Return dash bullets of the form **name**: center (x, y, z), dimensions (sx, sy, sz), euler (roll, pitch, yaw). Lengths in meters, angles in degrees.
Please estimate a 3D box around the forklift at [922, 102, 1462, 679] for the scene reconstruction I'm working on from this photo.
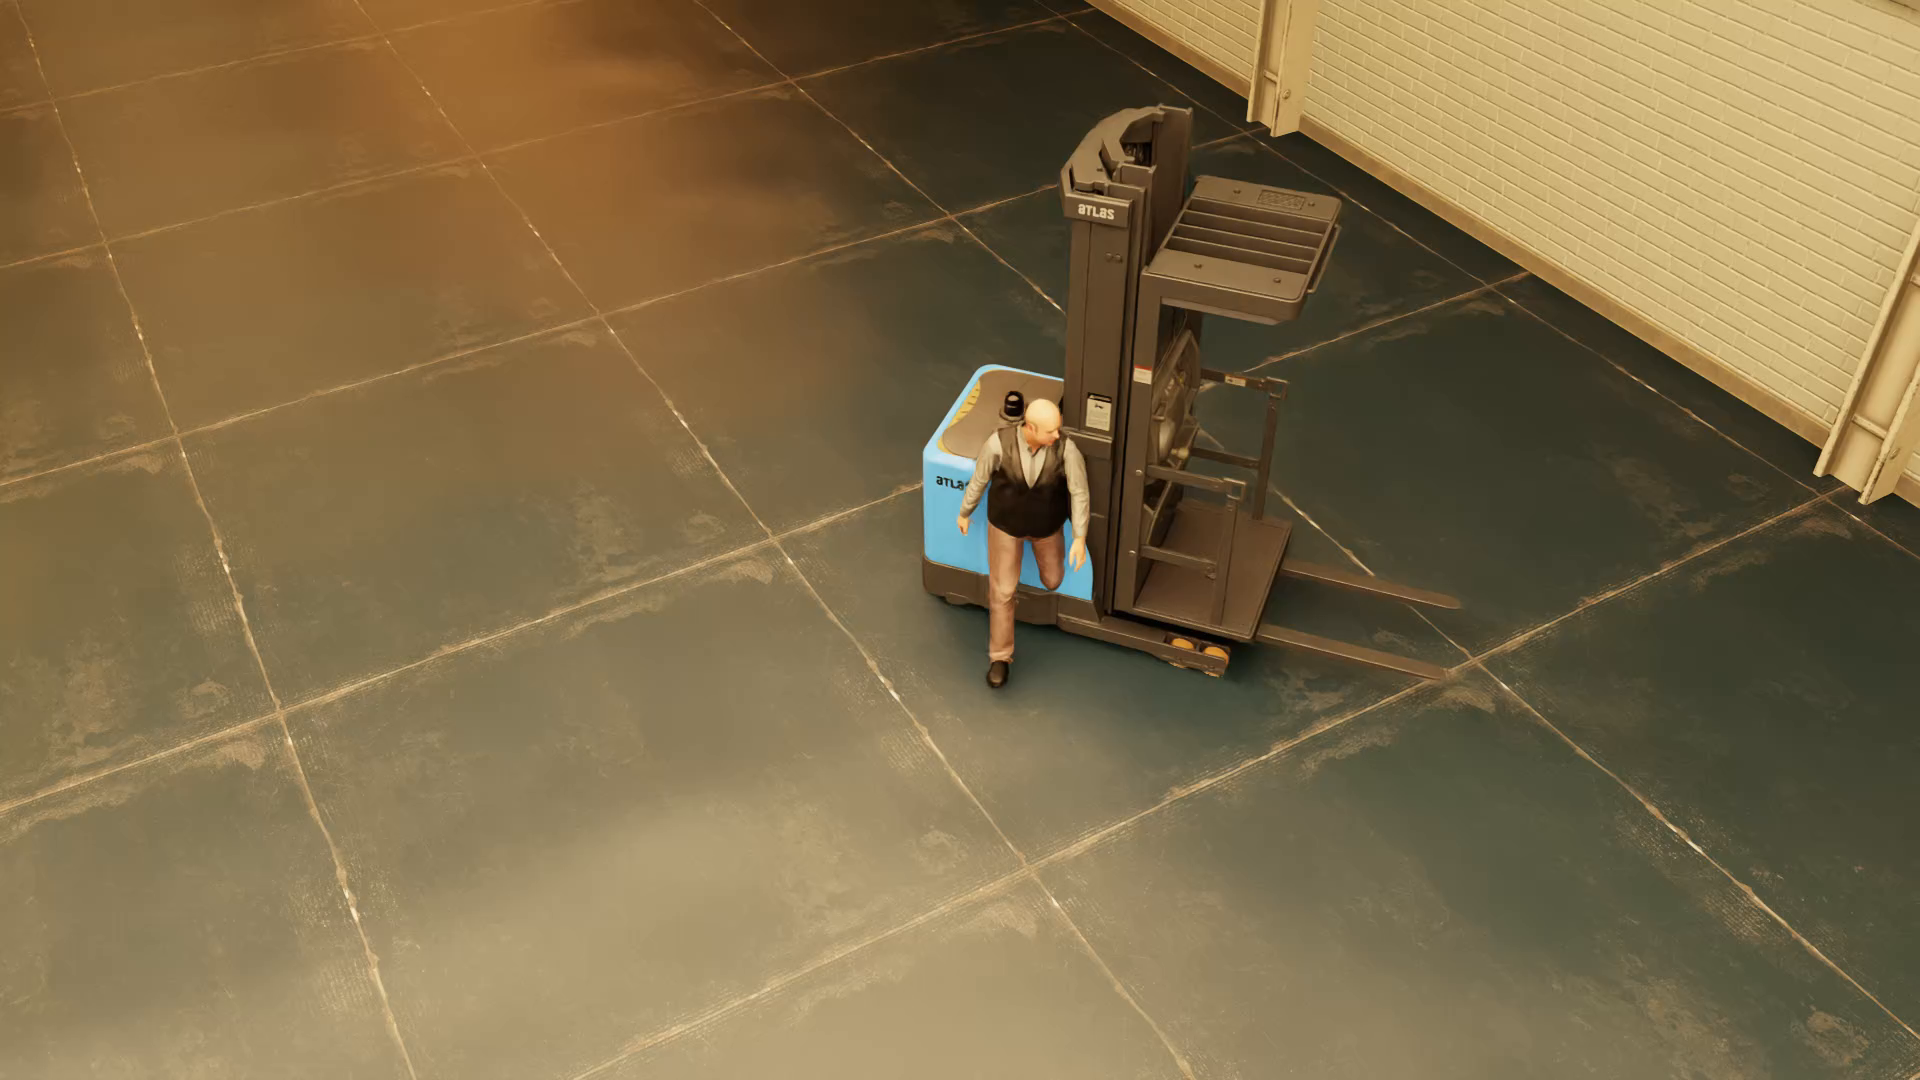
- **forklift**: center (1.348, -0.745, 8.934), dimensions (3.031, 2.935, 1.130), euler (14, 42, 16)

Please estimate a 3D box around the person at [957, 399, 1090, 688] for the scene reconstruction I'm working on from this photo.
- **person**: center (0.348, -0.002, 9.063), dimensions (0.706, 1.703, 0.911), euler (-2, 40, -3)
